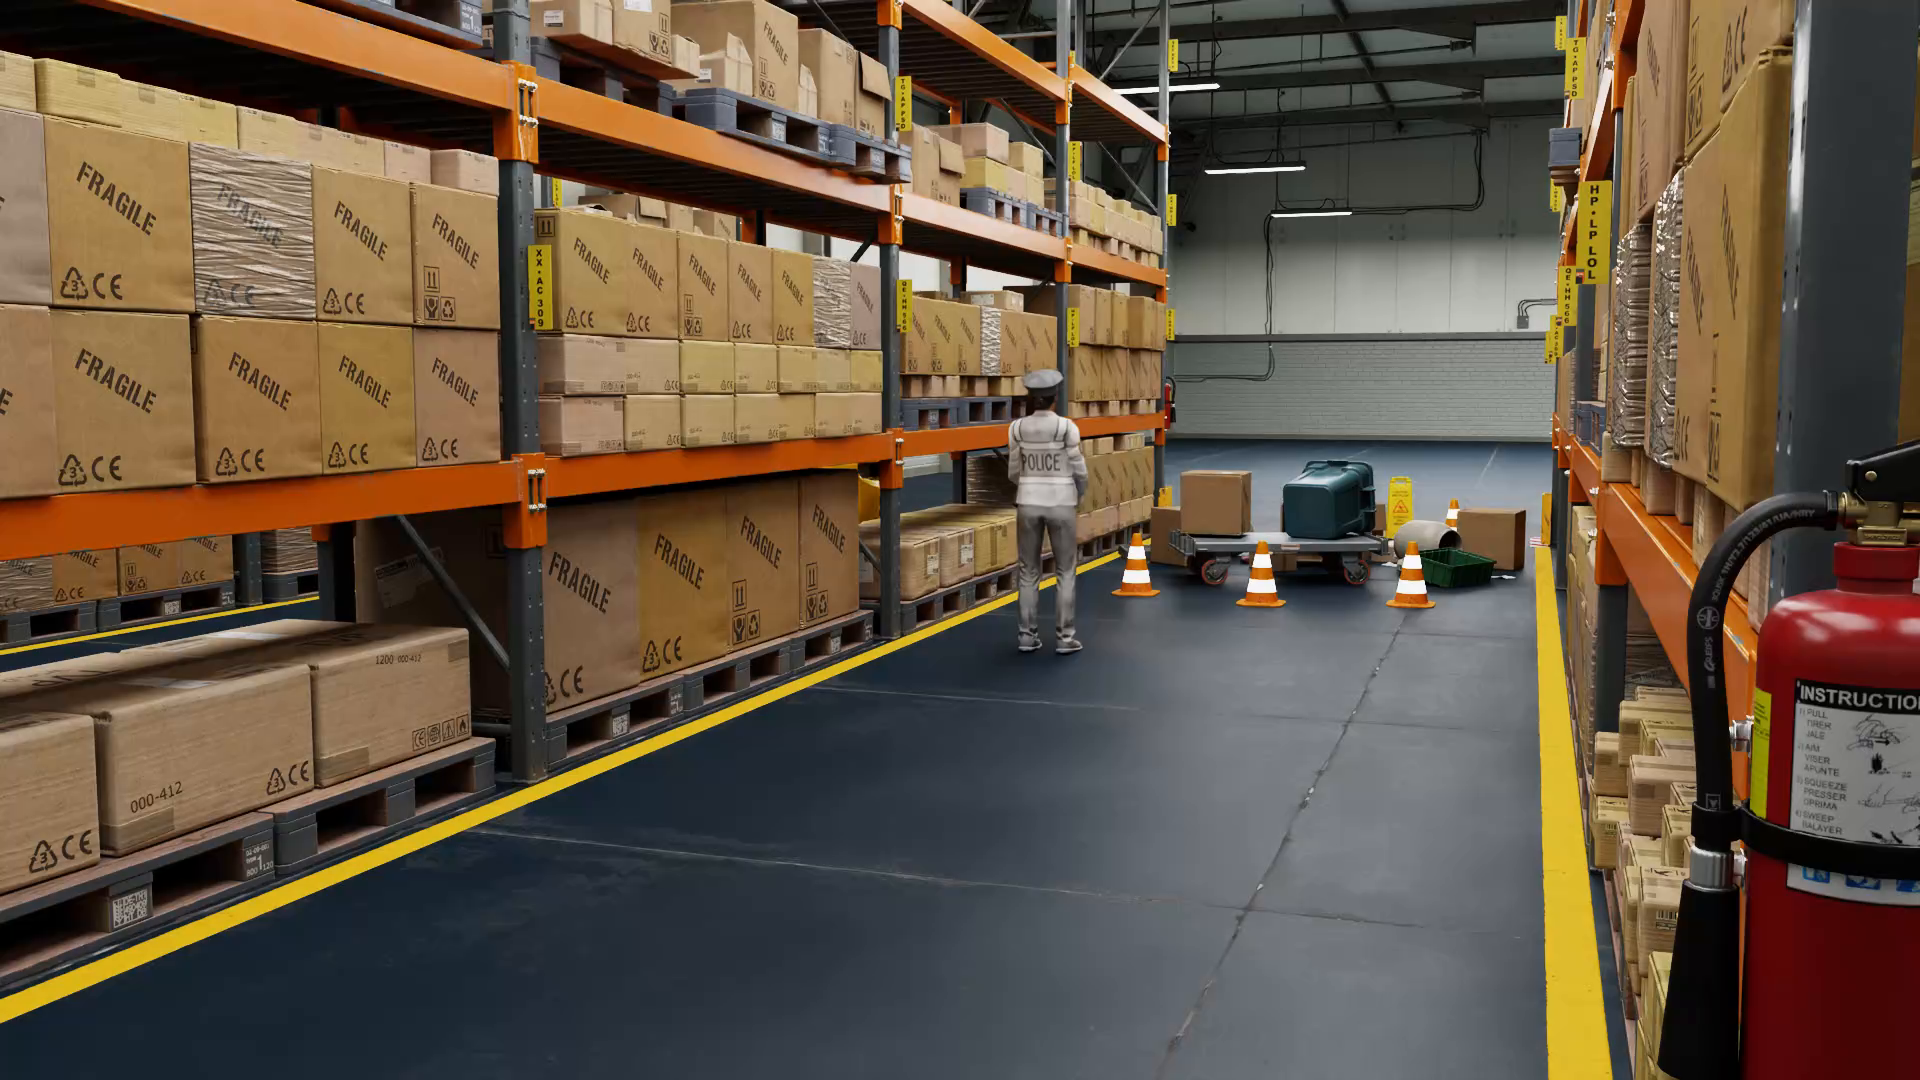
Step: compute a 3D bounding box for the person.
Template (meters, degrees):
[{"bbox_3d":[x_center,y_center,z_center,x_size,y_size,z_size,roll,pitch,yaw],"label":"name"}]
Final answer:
[{"bbox_3d":[0.537,-0.178,9.989,0.482,1.692,0.517,2,6,18],"label":"person"}]
